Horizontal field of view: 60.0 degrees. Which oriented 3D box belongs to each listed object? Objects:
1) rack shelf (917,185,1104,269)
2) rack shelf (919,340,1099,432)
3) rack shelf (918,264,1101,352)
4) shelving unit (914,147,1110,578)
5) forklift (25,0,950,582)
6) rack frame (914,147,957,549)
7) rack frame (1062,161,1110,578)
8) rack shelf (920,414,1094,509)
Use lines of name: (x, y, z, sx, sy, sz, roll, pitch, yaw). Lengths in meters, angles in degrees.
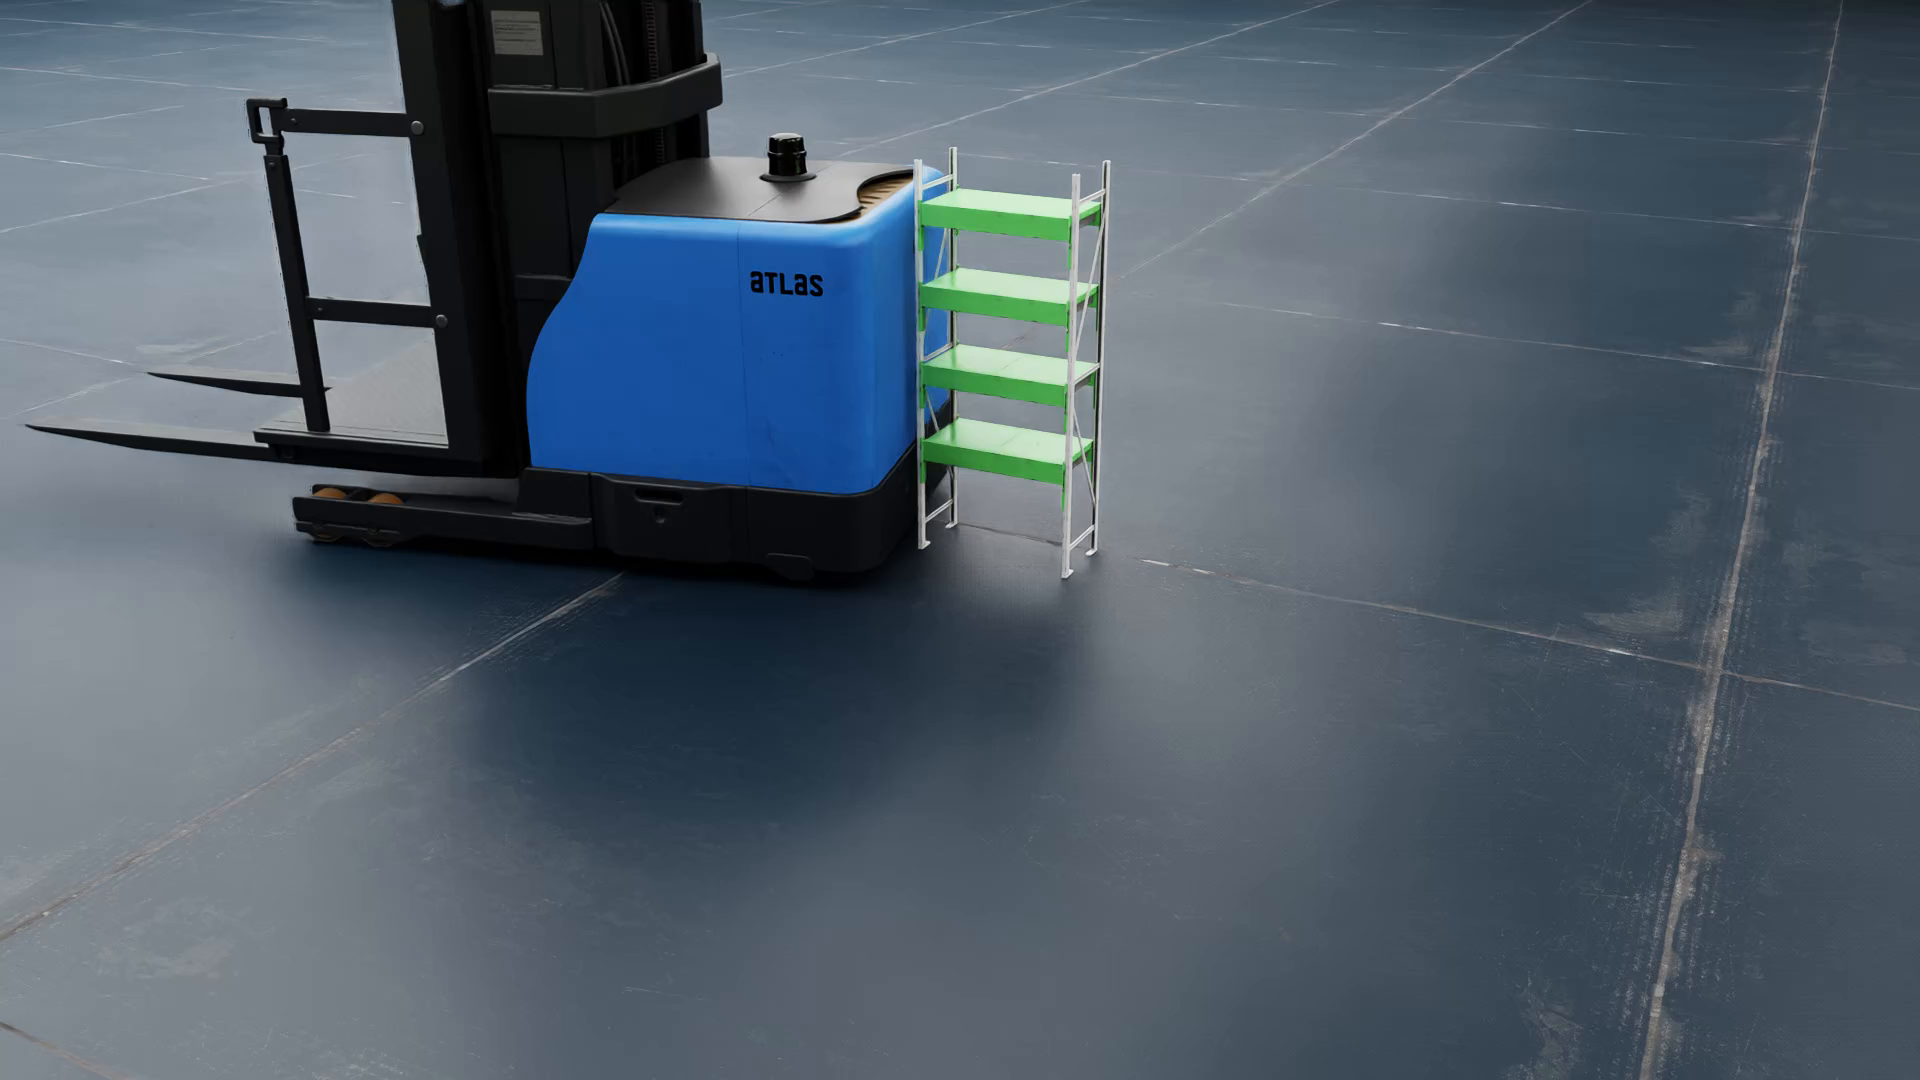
rack shelf: (0.148, -0.906, 4.784, 0.480, 0.148, 0.258, 11, 25, 25)
rack shelf: (0.148, -0.464, 4.971, 0.480, 0.148, 0.258, 11, 25, 25)
rack shelf: (0.148, -0.685, 4.878, 0.480, 0.148, 0.258, 11, 25, 25)
shelving unit: (0.148, -0.523, 4.946, 0.503, 1.200, 0.258, 11, 25, 25)
forklift: (-1.598, -1.518, 5.074, 3.031, 2.935, 1.130, 5, 24, 13)
rack frame: (-0.070, -0.566, 5.048, 0.015, 1.200, 0.240, 11, 25, 25)
rack frame: (0.365, -0.480, 4.845, 0.015, 1.200, 0.240, 11, 25, 25)
rack shelf: (0.148, -0.243, 5.065, 0.480, 0.148, 0.258, 11, 25, 25)
